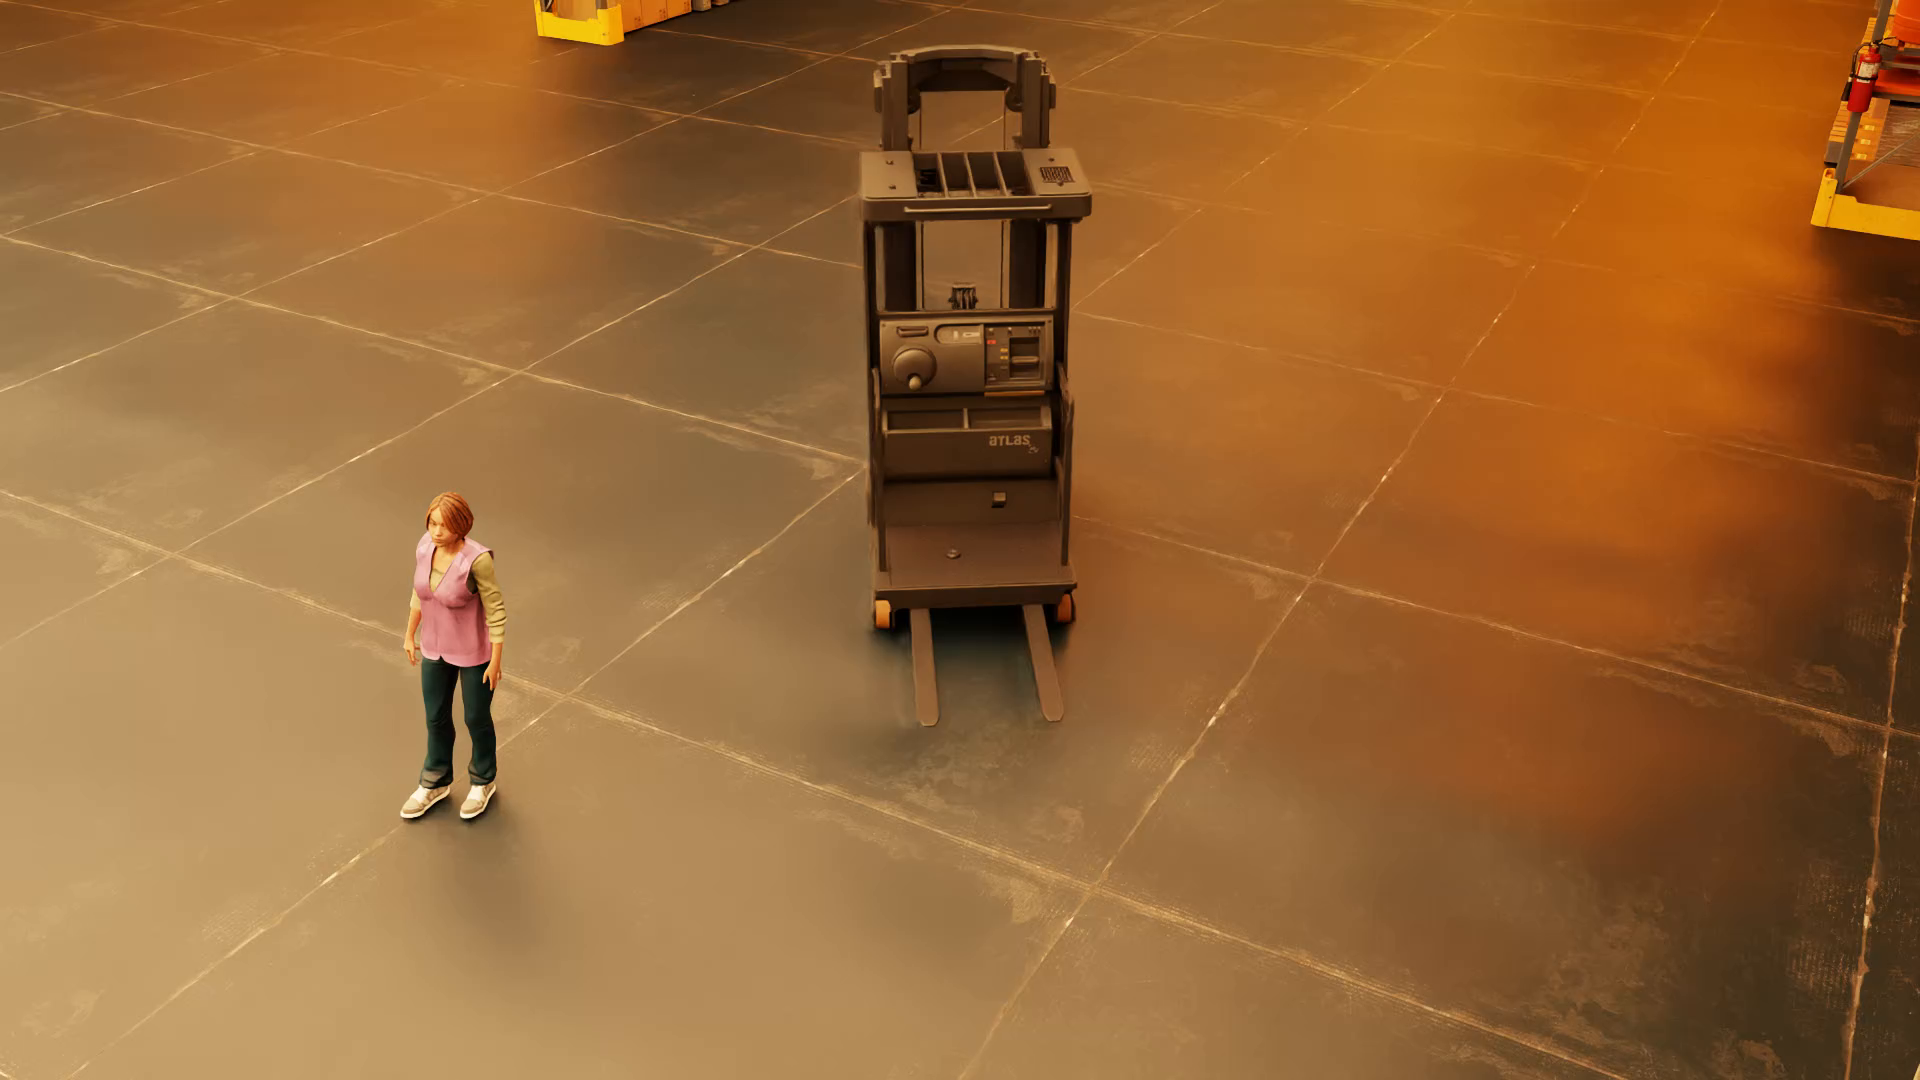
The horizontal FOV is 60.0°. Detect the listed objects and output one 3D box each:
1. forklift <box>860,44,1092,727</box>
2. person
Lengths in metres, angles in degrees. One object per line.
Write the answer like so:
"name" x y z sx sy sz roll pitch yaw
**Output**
"forklift" 0.054 -0.947 8.712 1.130 2.935 3.031 -2 30 -3
"person" -2.294 0.544 7.449 0.519 1.597 0.474 11 32 18
